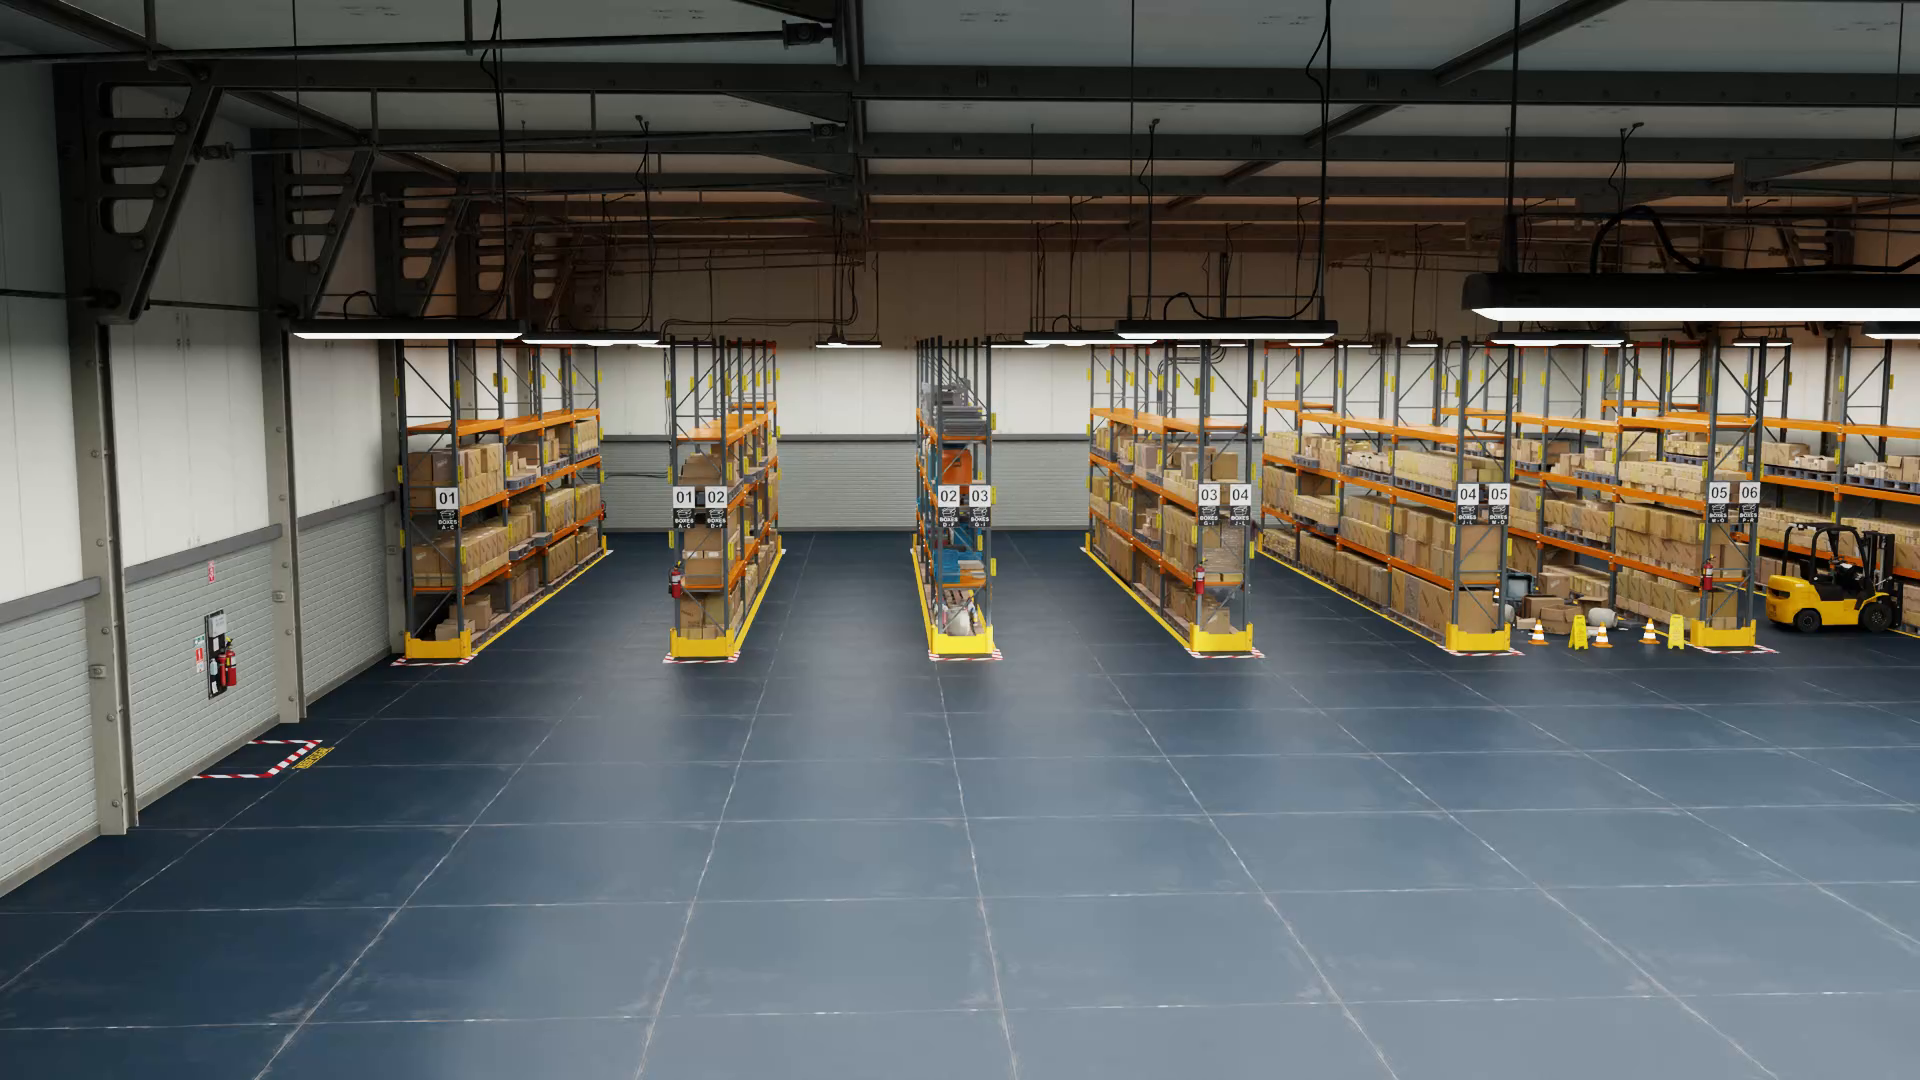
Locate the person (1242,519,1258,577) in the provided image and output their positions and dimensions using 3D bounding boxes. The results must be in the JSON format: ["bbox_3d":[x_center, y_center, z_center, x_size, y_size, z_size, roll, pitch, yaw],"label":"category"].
[{"bbox_3d":[7.153,0.109,41.749,0.686,1.780,0.845,0,7,3],"label":"person"}]

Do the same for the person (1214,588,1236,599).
[{"bbox_3d":[6.277,0.482,38.484,0.739,1.746,0.677,0,6,-2],"label":"person"}]
